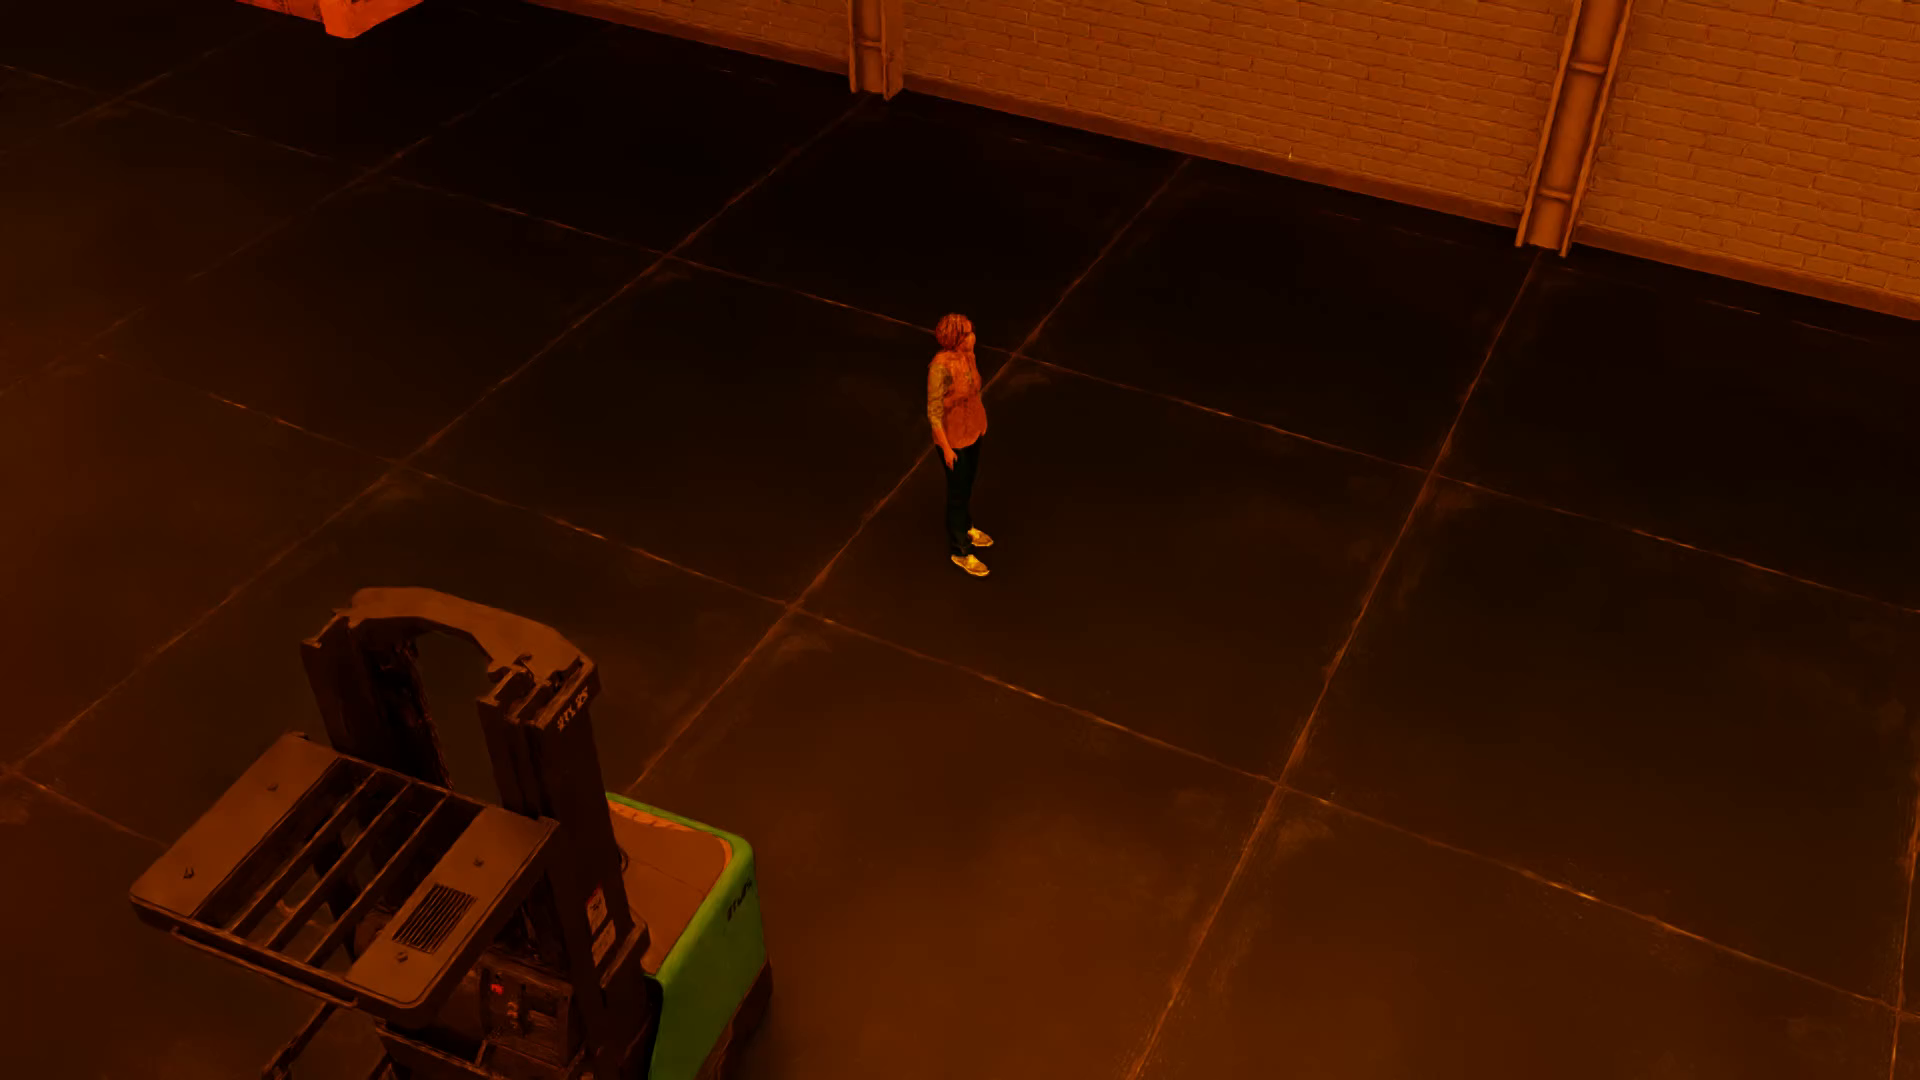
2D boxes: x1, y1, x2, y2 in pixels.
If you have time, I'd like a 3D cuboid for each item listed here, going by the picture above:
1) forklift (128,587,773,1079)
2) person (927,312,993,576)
[{"bbox_3d":[-1.897,1.736,5.926,1.130,2.935,3.031,15,42,17],"label":"forklift"},{"bbox_3d":[0.060,-0.586,9.707,0.474,1.597,0.520,18,43,21],"label":"person"}]
